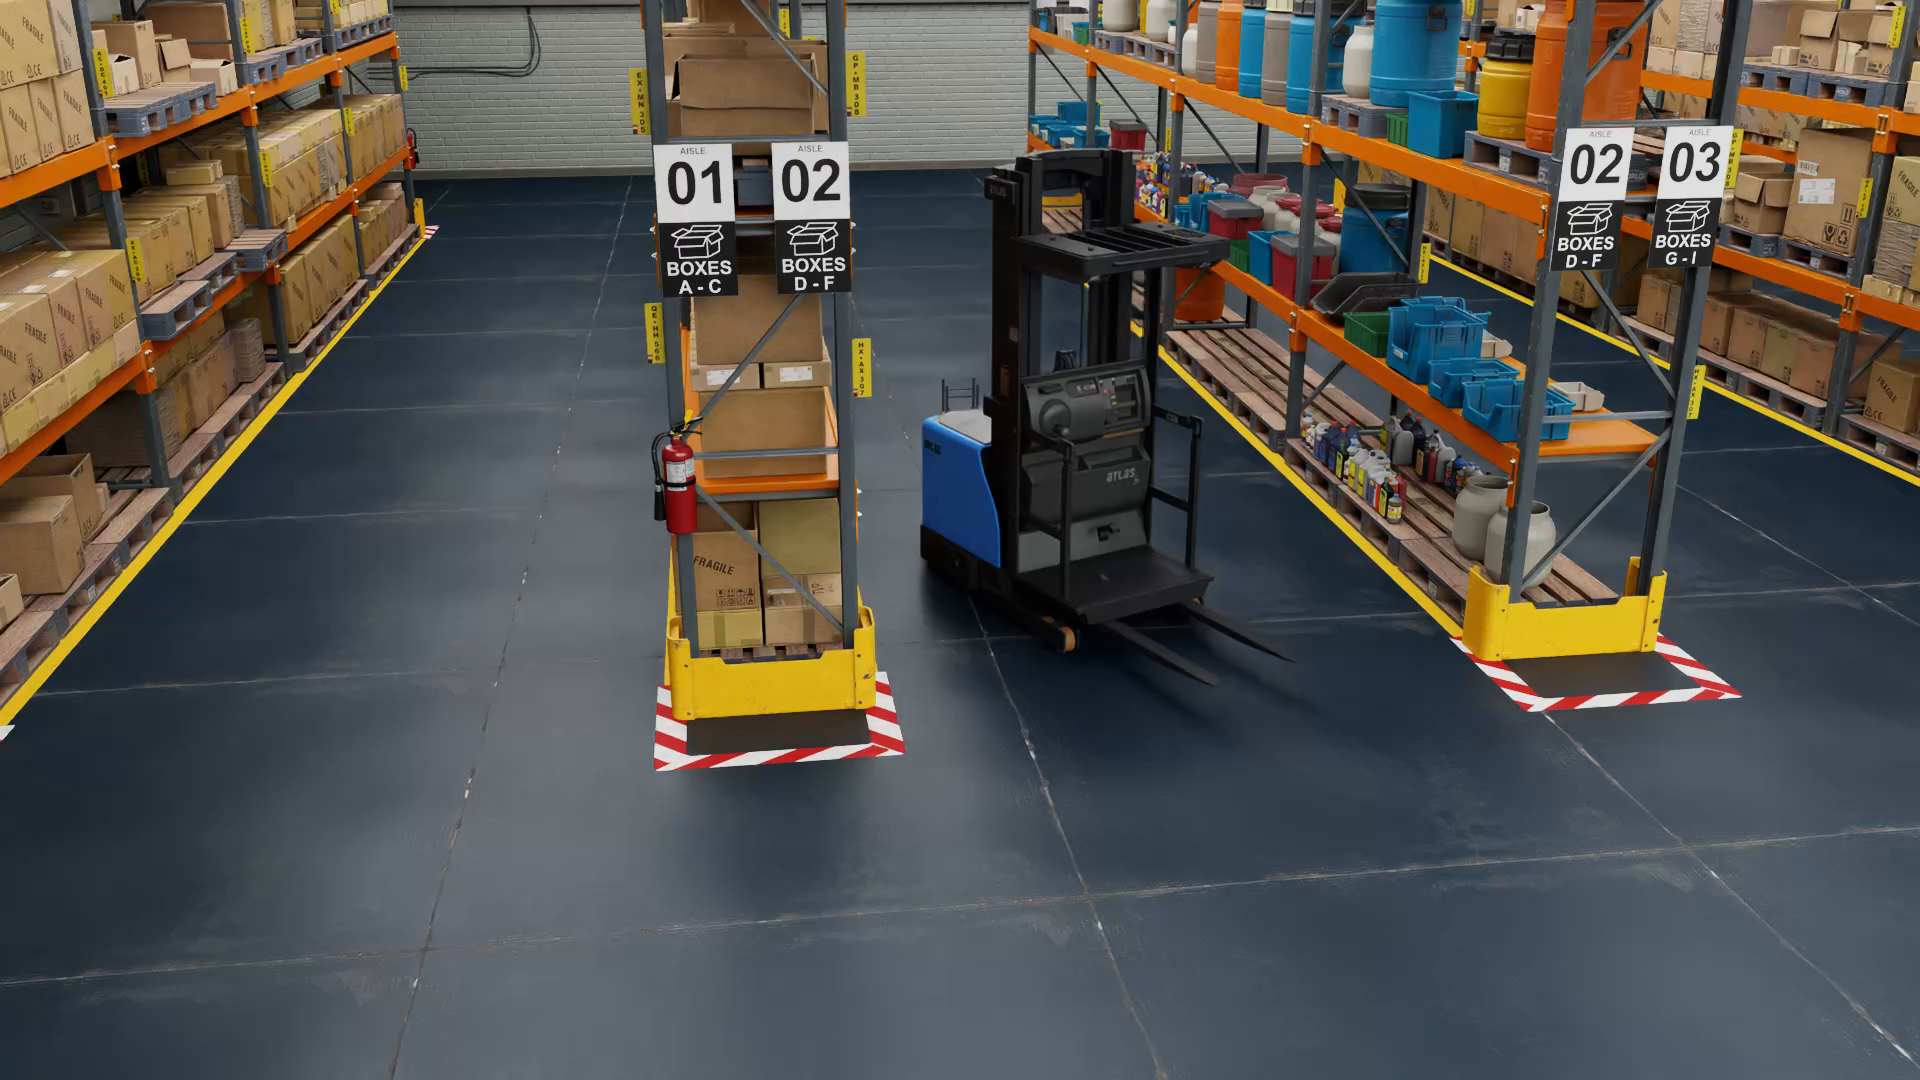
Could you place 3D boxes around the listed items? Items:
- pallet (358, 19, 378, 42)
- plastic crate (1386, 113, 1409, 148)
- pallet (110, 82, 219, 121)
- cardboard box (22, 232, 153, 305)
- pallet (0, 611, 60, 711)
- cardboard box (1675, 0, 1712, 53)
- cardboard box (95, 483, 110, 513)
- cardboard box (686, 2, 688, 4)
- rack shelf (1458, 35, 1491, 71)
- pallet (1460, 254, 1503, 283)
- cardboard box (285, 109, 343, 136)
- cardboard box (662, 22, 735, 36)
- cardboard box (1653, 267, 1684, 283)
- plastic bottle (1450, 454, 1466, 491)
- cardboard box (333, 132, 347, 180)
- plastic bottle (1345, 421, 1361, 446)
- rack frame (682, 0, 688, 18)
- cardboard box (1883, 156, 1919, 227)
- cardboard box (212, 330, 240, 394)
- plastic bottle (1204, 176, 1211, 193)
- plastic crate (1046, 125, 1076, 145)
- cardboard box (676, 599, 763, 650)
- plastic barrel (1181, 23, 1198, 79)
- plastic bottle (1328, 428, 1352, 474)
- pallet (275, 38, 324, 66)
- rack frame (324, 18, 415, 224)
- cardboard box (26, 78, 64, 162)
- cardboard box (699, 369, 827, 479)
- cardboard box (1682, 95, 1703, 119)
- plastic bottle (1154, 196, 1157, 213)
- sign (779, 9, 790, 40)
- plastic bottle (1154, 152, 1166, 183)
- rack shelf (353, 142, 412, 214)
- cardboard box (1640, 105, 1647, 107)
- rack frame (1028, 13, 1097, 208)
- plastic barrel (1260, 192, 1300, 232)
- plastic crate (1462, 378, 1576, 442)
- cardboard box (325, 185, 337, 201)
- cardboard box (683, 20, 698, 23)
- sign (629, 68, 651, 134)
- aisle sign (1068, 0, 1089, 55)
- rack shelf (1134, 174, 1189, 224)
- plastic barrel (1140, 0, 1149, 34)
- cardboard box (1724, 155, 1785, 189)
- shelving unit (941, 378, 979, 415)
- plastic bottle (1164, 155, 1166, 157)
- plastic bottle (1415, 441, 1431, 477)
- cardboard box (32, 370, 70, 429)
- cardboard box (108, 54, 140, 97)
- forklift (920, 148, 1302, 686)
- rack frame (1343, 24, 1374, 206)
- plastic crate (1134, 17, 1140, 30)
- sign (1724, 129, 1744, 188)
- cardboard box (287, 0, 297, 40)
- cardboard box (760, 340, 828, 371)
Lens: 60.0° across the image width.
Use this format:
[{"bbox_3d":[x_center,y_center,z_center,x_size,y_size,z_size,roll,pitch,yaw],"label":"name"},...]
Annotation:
[{"bbox_3d":[-7.998,-6.446,21.026,1.003,0.211,1.213,-3,21,-8],"label":"pallet"},{"bbox_3d":[3.197,-2.852,11.582,0.336,0.188,0.450,-3,21,-8],"label":"plastic crate"},{"bbox_3d":[-6.701,-3.502,13.287,1.213,0.211,1.003,-3,21,-8],"label":"pallet"},{"bbox_3d":[-6.605,-2.038,12.613,0.700,0.500,0.500,-3,21,-8],"label":"cardboard box"},{"bbox_3d":[-6.081,0.775,9.839,1.003,0.211,1.213,-3,21,-8],"label":"pallet"},{"bbox_3d":[7.446,-5.076,16.375,0.500,0.500,0.500,-3,21,-7],"label":"cardboard box"},{"bbox_3d":[-6.458,-0.302,12.158,0.380,0.166,0.250,-6,21,-15],"label":"cardboard box"},{"bbox_3d":[-3.224,-6.525,20.611,0.500,0.250,0.500,-3,21,-8],"label":"cardboard box"},{"bbox_3d":[6.698,-6.887,23.109,1.077,0.370,4.000,-3,21,-8],"label":"rack shelf"},{"bbox_3d":[7.173,-3.556,21.437,1.003,0.211,1.213,-3,21,-8],"label":"pallet"},{"bbox_3d":[-7.398,-4.775,19.044,0.500,0.250,0.500,-2,21,-6],"label":"cardboard box"},{"bbox_3d":[-1.852,-3.385,11.761,0.500,0.500,0.500,-1,21,-3],"label":"cardboard box"},{"bbox_3d":[7.690,-2.897,17.558,0.500,0.250,0.500,-2,21,-6],"label":"cardboard box"},{"bbox_3d":[3.769,-0.516,12.582,0.097,0.271,0.097,0,20,0],"label":"plastic bottle"},{"bbox_3d":[-7.402,-4.425,19.180,0.500,0.500,0.500,-3,21,-9],"label":"cardboard box"},{"bbox_3d":[3.087,-0.778,13.170,0.144,0.351,0.185,-3,21,-8],"label":"plastic bottle"},{"bbox_3d":[-2.817,-7.438,19.270,1.000,3.000,0.127,-3,21,-8],"label":"rack frame"},{"bbox_3d":[7.953,-2.842,13.542,0.500,0.500,0.500,-3,21,-8],"label":"cardboard box"},{"bbox_3d":[-7.027,-1.596,15.146,0.700,0.500,0.500,-3,21,-8],"label":"cardboard box"},{"bbox_3d":[2.797,-3.959,18.712,0.097,0.271,0.097,0,20,0],"label":"plastic bottle"},{"bbox_3d":[1.409,-5.653,23.218,0.416,0.233,0.300,-3,21,-8],"label":"plastic crate"},{"bbox_3d":[-1.457,0.448,10.060,0.500,0.250,0.500,-3,21,-8],"label":"cardboard box"},{"bbox_3d":[2.404,-4.826,16.403,0.421,0.512,0.421,0,20,0],"label":"plastic barrel"},{"bbox_3d":[2.972,-0.706,12.976,0.144,0.351,0.185,-4,21,-10],"label":"plastic bottle"},{"bbox_3d":[-7.537,-5.377,18.312,0.805,0.209,1.217,-4,21,-10],"label":"pallet"},{"bbox_3d":[-8.295,-5.762,23.355,1.000,3.000,0.127,-3,21,-8],"label":"rack frame"},{"bbox_3d":[-6.187,-2.730,10.780,0.500,0.500,0.500,-5,21,-12],"label":"cardboard box"},{"bbox_3d":[-1.141,-0.682,9.612,0.700,0.500,0.500,-3,21,-8],"label":"cardboard box"},{"bbox_3d":[11.227,-6.559,24.922,0.500,0.500,0.500,-3,21,-8],"label":"cardboard box"},{"bbox_3d":[2.150,-3.638,17.952,0.097,0.201,0.097,0,20,0],"label":"plastic bottle"},{"bbox_3d":[-1.690,-4.952,16.050,0.100,0.325,0.005,-3,21,-8],"label":"sign"},{"bbox_3d":[2.426,-4.480,19.995,0.144,0.351,0.185,-3,21,-8],"label":"plastic bottle"},{"bbox_3d":[-8.006,-4.732,21.627,1.077,0.370,4.000,-3,21,-8],"label":"rack shelf"},{"bbox_3d":[7.383,-4.738,19.037,0.797,0.503,0.637,-2,21,-6],"label":"cardboard box"},{"bbox_3d":[1.509,-6.261,24.693,1.000,3.000,0.127,-3,21,-8],"label":"rack frame"},{"bbox_3d":[3.082,-3.052,15.942,0.421,0.512,0.421,0,20,0],"label":"plastic barrel"},{"bbox_3d":[3.447,-0.810,10.310,0.499,0.251,0.616,-3,21,-8],"label":"plastic crate"},{"bbox_3d":[-7.240,-3.899,18.698,0.380,0.149,0.250,-3,21,-8],"label":"cardboard box"},{"bbox_3d":[-2.410,-5.021,16.942,0.910,0.500,0.500,-3,21,-8],"label":"cardboard box"},{"bbox_3d":[-1.626,-2.233,8.469,0.100,0.325,0.005,-3,21,-8],"label":"sign"},{"bbox_3d":[1.788,-7.519,24.344,0.394,0.787,0.004,-3,21,-8],"label":"aisle sign"},{"bbox_3d":[2.374,-3.847,19.257,1.077,0.370,4.000,-3,21,-8],"label":"rack shelf"},{"bbox_3d":[2.418,-6.261,19.535,0.600,0.588,0.600,0,20,0],"label":"plastic barrel"},{"bbox_3d":[7.860,-3.612,16.856,0.700,0.500,0.500,0,20,0],"label":"cardboard box"},{"bbox_3d":[0.002,-0.557,11.993,0.258,1.200,0.189,-3,21,-8],"label":"shelving unit"},{"bbox_3d":[2.515,-4.572,20.346,0.152,0.276,0.135,-3,21,-8],"label":"plastic bottle"},{"bbox_3d":[3.593,-0.639,12.894,0.061,0.283,0.133,-3,21,-8],"label":"plastic bottle"},{"bbox_3d":[-5.972,-0.877,10.462,0.500,0.250,0.500,-3,21,-7],"label":"cardboard box"},{"bbox_3d":[-6.653,-3.573,12.737,0.500,0.311,0.500,-2,21,-6],"label":"cardboard box"},{"bbox_3d":[0.922,-0.856,10.318,1.130,2.935,3.031,-12,24,-29],"label":"forklift"},{"bbox_3d":[6.410,-6.511,25.362,1.000,3.000,0.127,-3,21,-8],"label":"rack frame"},{"bbox_3d":[2.178,-6.664,21.671,0.497,0.269,0.590,-3,21,-8],"label":"plastic crate"},{"bbox_3d":[4.360,-2.157,9.405,0.100,0.325,0.005,-3,21,-8],"label":"sign"},{"bbox_3d":[-7.700,-5.725,18.197,0.700,0.500,0.500,-4,21,-11],"label":"cardboard box"},{"bbox_3d":[-0.971,-1.062,9.702,0.380,0.149,0.250,-3,21,-9],"label":"cardboard box"}]
